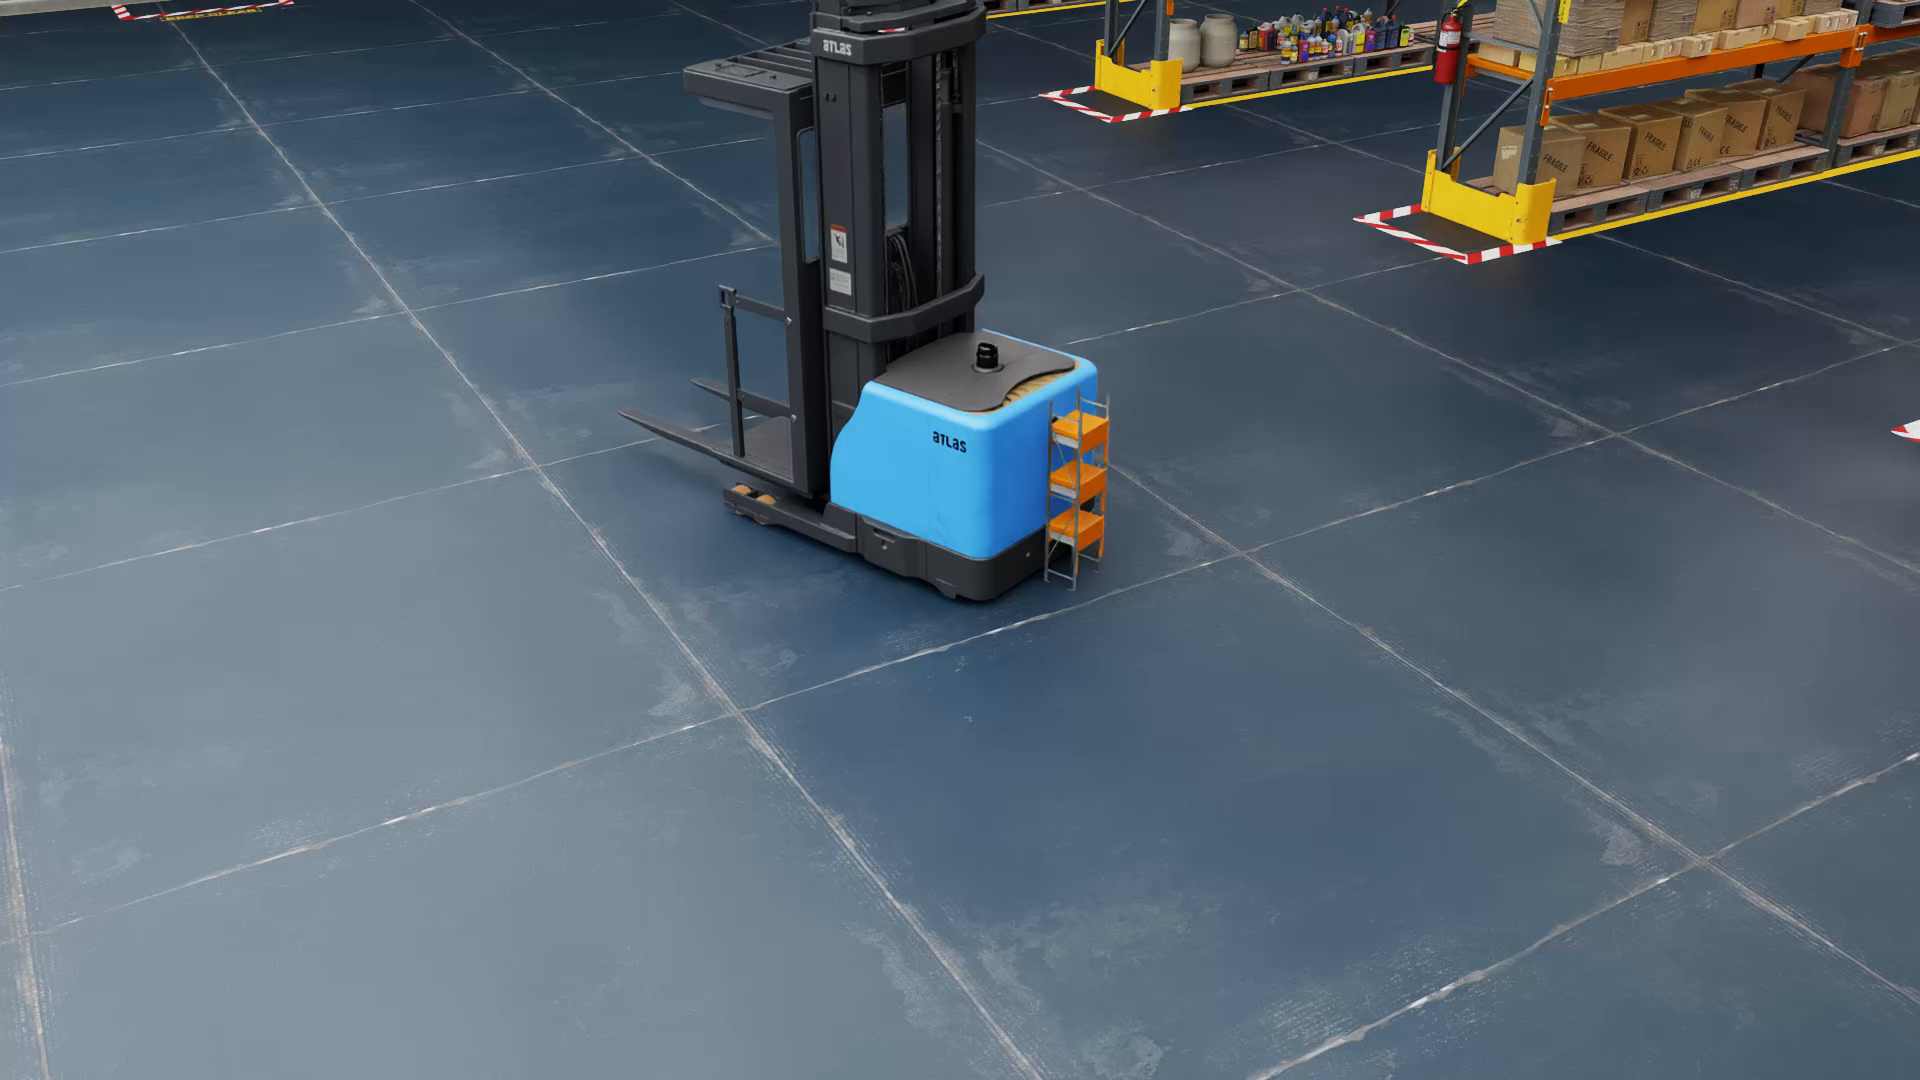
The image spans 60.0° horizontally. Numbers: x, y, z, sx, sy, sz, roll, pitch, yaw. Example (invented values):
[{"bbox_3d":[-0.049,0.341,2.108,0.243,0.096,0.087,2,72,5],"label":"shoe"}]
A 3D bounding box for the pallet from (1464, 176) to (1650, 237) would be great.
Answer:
[{"bbox_3d":[5.148,-2.963,14.401,1.213,0.211,1.003,-16,33,-26],"label":"pallet"}]

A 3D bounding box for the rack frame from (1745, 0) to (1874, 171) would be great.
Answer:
[{"bbox_3d":[7.813,-4.961,15.134,0.127,3.000,1.000,-16,33,-26],"label":"rack frame"}]

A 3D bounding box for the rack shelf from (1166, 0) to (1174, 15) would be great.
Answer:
[{"bbox_3d":[3.579,-6.219,18.160,4.000,0.370,1.077,-16,33,-26],"label":"rack shelf"}]

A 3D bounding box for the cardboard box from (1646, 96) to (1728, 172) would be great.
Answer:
[{"bbox_3d":[6.462,-3.641,14.895,0.500,0.500,0.500,-19,34,-31],"label":"cardboard box"}]

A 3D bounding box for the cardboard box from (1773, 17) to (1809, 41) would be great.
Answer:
[{"bbox_3d":[7.151,-4.475,14.514,0.250,0.149,0.380,-16,33,-26],"label":"cardboard box"}]

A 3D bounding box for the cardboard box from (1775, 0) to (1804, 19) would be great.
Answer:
[{"bbox_3d":[6.945,-4.943,14.690,0.500,0.500,0.875,-16,33,-26],"label":"cardboard box"}]

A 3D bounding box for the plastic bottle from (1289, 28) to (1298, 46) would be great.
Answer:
[{"bbox_3d":[3.807,-5.731,18.972,0.097,0.201,0.097,0,29,0],"label":"plastic bottle"}]

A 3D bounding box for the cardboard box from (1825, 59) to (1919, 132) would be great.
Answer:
[{"bbox_3d":[8.774,-4.309,16.086,0.500,0.500,0.700,-16,33,-27],"label":"cardboard box"}]

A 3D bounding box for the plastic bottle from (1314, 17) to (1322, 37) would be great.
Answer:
[{"bbox_3d":[4.127,-5.900,19.204,0.097,0.271,0.097,0,29,0],"label":"plastic bottle"}]

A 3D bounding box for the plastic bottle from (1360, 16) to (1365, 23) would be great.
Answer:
[{"bbox_3d":[4.719,-6.071,19.588,0.097,0.201,0.097,0,29,0],"label":"plastic bottle"}]

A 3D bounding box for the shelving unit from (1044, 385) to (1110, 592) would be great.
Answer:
[{"bbox_3d":[0.605,-0.260,8.635,0.215,1.050,0.252,21,35,33],"label":"shelving unit"}]

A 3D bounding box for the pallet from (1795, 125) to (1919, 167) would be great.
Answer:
[{"bbox_3d":[8.483,-3.931,16.155,1.213,0.211,1.003,-16,33,-26],"label":"pallet"}]

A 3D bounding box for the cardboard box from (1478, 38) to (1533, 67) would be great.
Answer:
[{"bbox_3d":[4.505,-4.027,13.703,0.250,0.149,0.380,-16,33,-26],"label":"cardboard box"}]

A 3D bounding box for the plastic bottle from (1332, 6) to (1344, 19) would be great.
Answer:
[{"bbox_3d":[4.397,-6.032,19.362,0.185,0.351,0.144,-15,32,-25],"label":"plastic bottle"}]

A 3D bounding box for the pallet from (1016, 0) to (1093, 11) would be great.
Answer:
[{"bbox_3d":[1.037,-7.390,22.422,1.213,0.211,1.003,-16,33,-26],"label":"pallet"}]

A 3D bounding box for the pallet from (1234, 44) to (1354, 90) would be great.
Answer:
[{"bbox_3d":[3.650,-5.356,18.736,1.213,0.211,1.003,-16,33,-26],"label":"pallet"}]

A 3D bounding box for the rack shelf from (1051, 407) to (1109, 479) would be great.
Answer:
[{"bbox_3d":[0.605,-0.499,8.503,0.215,0.259,0.240,21,35,33],"label":"rack shelf"}]

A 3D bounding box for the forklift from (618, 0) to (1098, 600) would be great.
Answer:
[{"bbox_3d":[-0.724,-1.546,9.019,3.031,2.935,1.130,21,35,34],"label":"forklift"}]

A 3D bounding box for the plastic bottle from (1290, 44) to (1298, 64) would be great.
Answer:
[{"bbox_3d":[3.665,-5.352,18.284,0.097,0.201,0.097,0,29,0],"label":"plastic bottle"}]

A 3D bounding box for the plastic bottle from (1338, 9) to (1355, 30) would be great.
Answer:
[{"bbox_3d":[4.470,-5.972,19.253,0.185,0.351,0.144,-16,33,-26],"label":"plastic bottle"}]

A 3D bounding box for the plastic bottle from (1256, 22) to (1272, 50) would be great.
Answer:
[{"bbox_3d":[3.447,-5.727,18.887,0.135,0.276,0.152,-16,33,-26],"label":"plastic bottle"}]

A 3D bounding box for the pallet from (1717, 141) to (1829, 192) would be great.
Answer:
[{"bbox_3d":[7.252,-3.561,15.484,1.213,0.211,1.003,-16,33,-26],"label":"pallet"}]

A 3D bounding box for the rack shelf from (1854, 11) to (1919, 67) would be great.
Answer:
[{"bbox_3d":[9.537,-5.135,16.195,4.000,0.370,1.077,-16,33,-26],"label":"rack shelf"}]

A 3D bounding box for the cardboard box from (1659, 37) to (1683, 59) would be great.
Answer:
[{"bbox_3d":[5.805,-4.151,13.927,0.250,0.149,0.380,-16,33,-26],"label":"cardboard box"}]

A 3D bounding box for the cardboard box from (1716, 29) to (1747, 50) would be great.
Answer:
[{"bbox_3d":[6.476,-4.315,14.224,0.250,0.149,0.380,-16,33,-26],"label":"cardboard box"}]

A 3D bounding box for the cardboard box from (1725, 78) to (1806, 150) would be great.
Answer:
[{"bbox_3d":[7.448,-3.969,15.490,0.500,0.500,0.500,-17,33,-28],"label":"cardboard box"}]

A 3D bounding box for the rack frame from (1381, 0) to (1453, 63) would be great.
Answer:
[{"bbox_3d":[5.304,-7.024,18.873,0.127,3.000,1.000,-16,33,-26],"label":"rack frame"}]

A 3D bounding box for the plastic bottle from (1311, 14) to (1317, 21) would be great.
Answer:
[{"bbox_3d":[4.071,-5.933,19.253,0.133,0.283,0.061,-14,32,-24],"label":"plastic bottle"}]

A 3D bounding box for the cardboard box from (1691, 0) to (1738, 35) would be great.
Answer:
[{"bbox_3d":[6.113,-4.673,14.202,0.500,0.500,0.875,-16,33,-26],"label":"cardboard box"}]

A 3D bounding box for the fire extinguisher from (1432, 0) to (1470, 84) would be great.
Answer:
[{"bbox_3d":[4.032,-4.112,13.676,0.183,0.674,0.296,-16,33,-26],"label":"fire extinguisher"}]

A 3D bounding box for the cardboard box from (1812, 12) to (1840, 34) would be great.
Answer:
[{"bbox_3d":[7.556,-4.618,14.774,0.250,0.149,0.380,-16,33,-26],"label":"cardboard box"}]

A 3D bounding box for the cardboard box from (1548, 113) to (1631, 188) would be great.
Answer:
[{"bbox_3d":[5.409,-3.378,14.418,0.500,0.500,0.500,-8,30,-13],"label":"cardboard box"}]

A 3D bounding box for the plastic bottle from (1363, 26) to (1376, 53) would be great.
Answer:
[{"bbox_3d":[4.610,-5.645,18.731,0.133,0.283,0.061,-14,32,-23],"label":"plastic bottle"}]

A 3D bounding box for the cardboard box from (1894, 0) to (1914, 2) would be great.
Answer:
[{"bbox_3d":[8.569,-5.543,15.135,1.000,1.000,1.000,-16,33,-26],"label":"cardboard box"}]

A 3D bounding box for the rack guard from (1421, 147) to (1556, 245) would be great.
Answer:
[{"bbox_3d":[4.430,-2.906,13.998,0.348,0.500,1.175,-16,33,-26],"label":"rack guard"}]

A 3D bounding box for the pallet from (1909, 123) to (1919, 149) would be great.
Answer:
[{"bbox_3d":[9.536,-4.232,16.699,1.213,0.211,1.003,-16,33,-26],"label":"pallet"}]

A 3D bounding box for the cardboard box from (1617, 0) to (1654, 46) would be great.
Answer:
[{"bbox_3d":[5.223,-4.451,13.800,0.500,0.500,0.875,-16,33,-26],"label":"cardboard box"}]

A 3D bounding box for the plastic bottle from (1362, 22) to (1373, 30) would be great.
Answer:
[{"bbox_3d":[4.632,-5.755,18.937,0.135,0.276,0.152,-16,33,-26],"label":"plastic bottle"}]

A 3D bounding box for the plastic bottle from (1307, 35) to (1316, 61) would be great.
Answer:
[{"bbox_3d":[3.871,-5.441,18.373,0.097,0.271,0.097,0,29,0],"label":"plastic bottle"}]

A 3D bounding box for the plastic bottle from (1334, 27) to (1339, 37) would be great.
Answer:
[{"bbox_3d":[4.254,-5.630,18.703,0.133,0.283,0.061,-16,33,-26],"label":"plastic bottle"}]

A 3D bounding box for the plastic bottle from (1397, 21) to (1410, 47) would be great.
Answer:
[{"bbox_3d":[5.056,-5.772,18.961,0.133,0.283,0.061,-14,32,-24],"label":"plastic bottle"}]

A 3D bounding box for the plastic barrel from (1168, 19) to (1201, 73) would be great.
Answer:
[{"bbox_3d":[2.384,-5.332,17.948,0.421,0.512,0.421,0,29,0],"label":"plastic barrel"}]

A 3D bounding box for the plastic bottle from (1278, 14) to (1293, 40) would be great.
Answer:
[{"bbox_3d":[3.708,-5.836,19.007,0.185,0.351,0.144,-14,32,-24],"label":"plastic bottle"}]

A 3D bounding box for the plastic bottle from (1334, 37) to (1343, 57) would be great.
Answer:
[{"bbox_3d":[4.220,-5.509,18.569,0.097,0.201,0.097,0,29,0],"label":"plastic bottle"}]

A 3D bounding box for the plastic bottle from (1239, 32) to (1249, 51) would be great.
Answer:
[{"bbox_3d":[3.216,-5.645,18.814,0.097,0.201,0.097,0,29,0],"label":"plastic bottle"}]

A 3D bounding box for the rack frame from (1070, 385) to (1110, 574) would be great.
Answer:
[{"bbox_3d":[0.680,-0.307,8.719,0.200,1.050,0.008,21,35,33],"label":"rack frame"}]

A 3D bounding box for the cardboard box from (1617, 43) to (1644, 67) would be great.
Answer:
[{"bbox_3d":[5.384,-4.020,13.690,0.250,0.149,0.380,-16,33,-26],"label":"cardboard box"}]

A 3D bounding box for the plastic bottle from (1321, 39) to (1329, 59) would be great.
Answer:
[{"bbox_3d":[4.043,-5.459,18.478,0.097,0.201,0.097,0,29,0],"label":"plastic bottle"}]

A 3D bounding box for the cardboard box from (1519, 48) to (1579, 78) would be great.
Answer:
[{"bbox_3d":[4.731,-3.842,13.367,0.250,0.149,0.380,-16,33,-26],"label":"cardboard box"}]

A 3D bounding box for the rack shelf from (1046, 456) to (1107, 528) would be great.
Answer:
[{"bbox_3d":[0.605,-0.251,8.640,0.215,0.259,0.240,21,35,33],"label":"rack shelf"}]
